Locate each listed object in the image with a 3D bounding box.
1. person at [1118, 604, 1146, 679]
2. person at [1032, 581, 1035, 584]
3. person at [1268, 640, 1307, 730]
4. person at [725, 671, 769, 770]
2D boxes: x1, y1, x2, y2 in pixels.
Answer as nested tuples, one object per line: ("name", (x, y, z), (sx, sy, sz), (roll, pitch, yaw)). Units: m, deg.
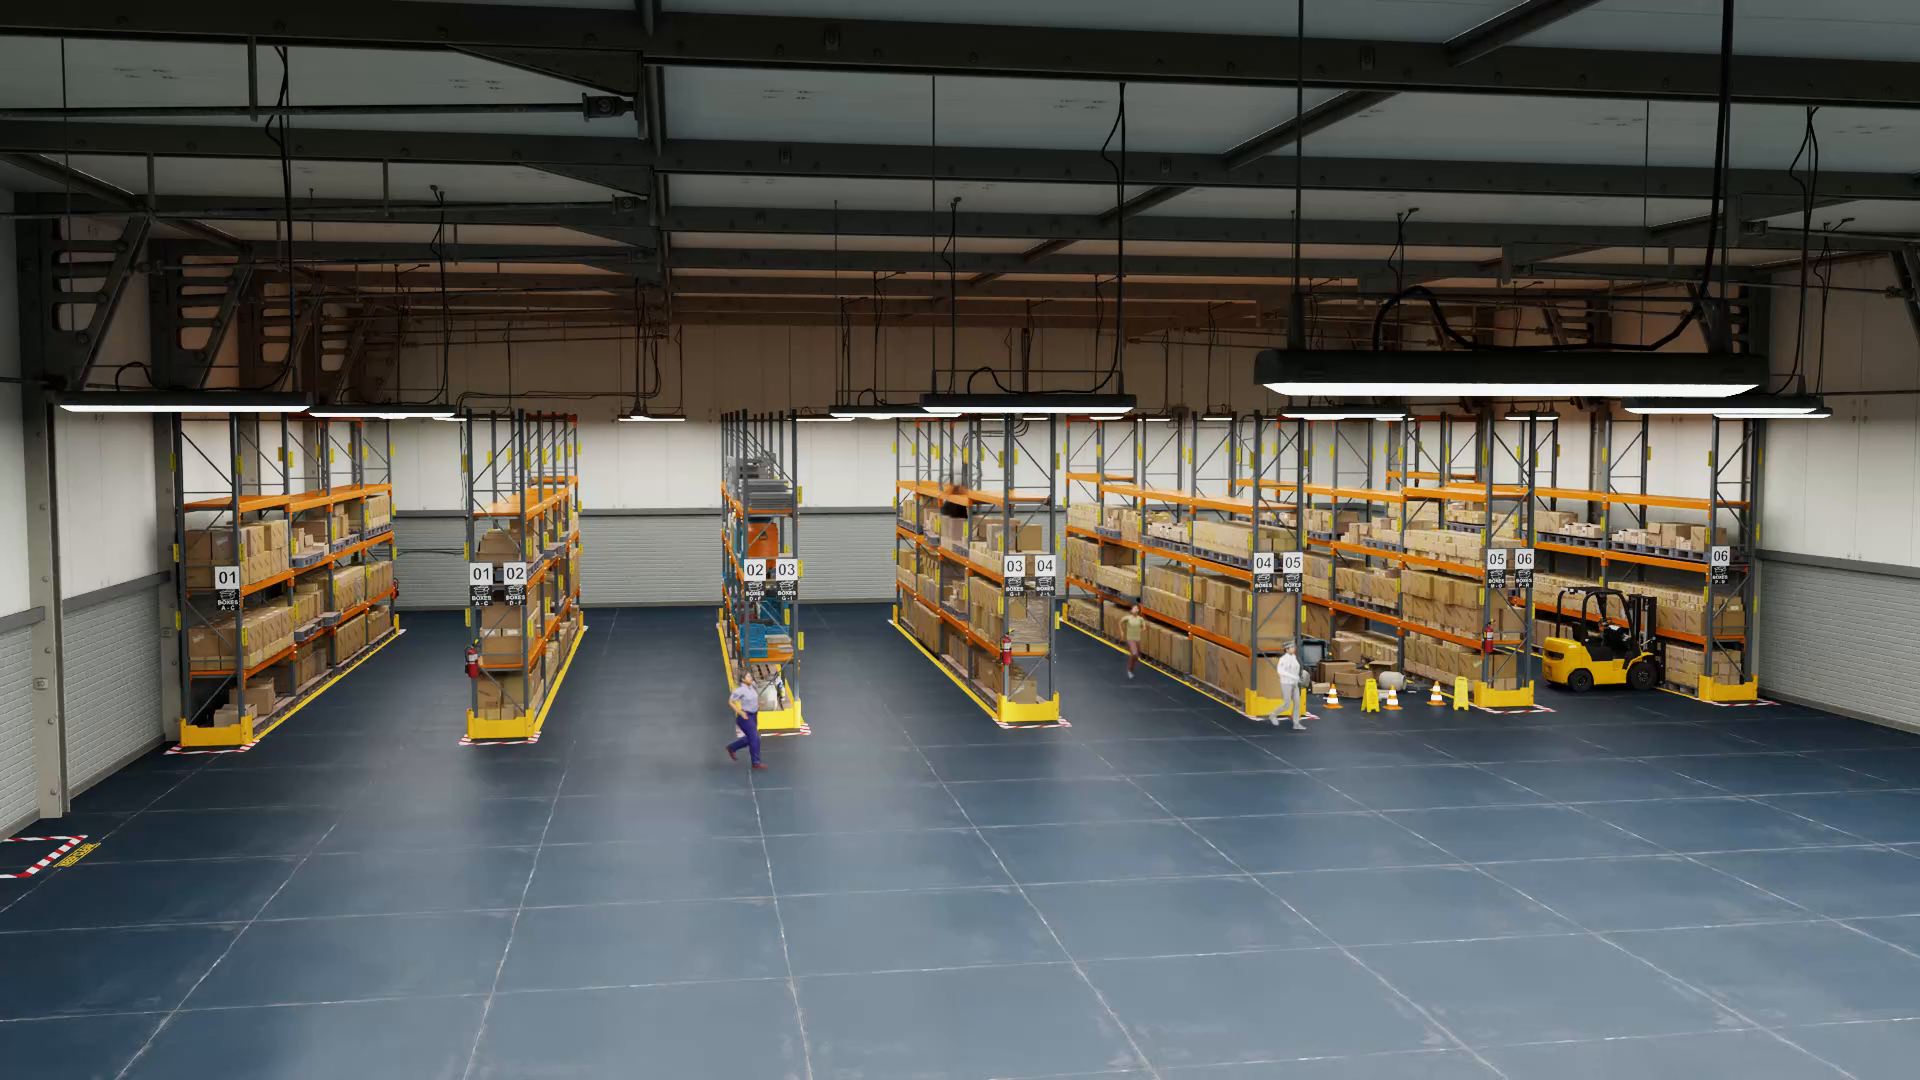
("person", (3.910, 2.277, 37.402), (0.559, 1.679, 0.647), (-1, 4, -19))
("person", (2.293, 1.646, 45.865), (0.669, 1.847, 0.833), (0, 4, -5))
("person", (6.156, 2.702, 31.169), (0.773, 1.676, 0.636), (4, 5, 43))
("person", (-3.549, 2.980, 27.640), (0.843, 1.617, 0.619), (1, 4, 19))
